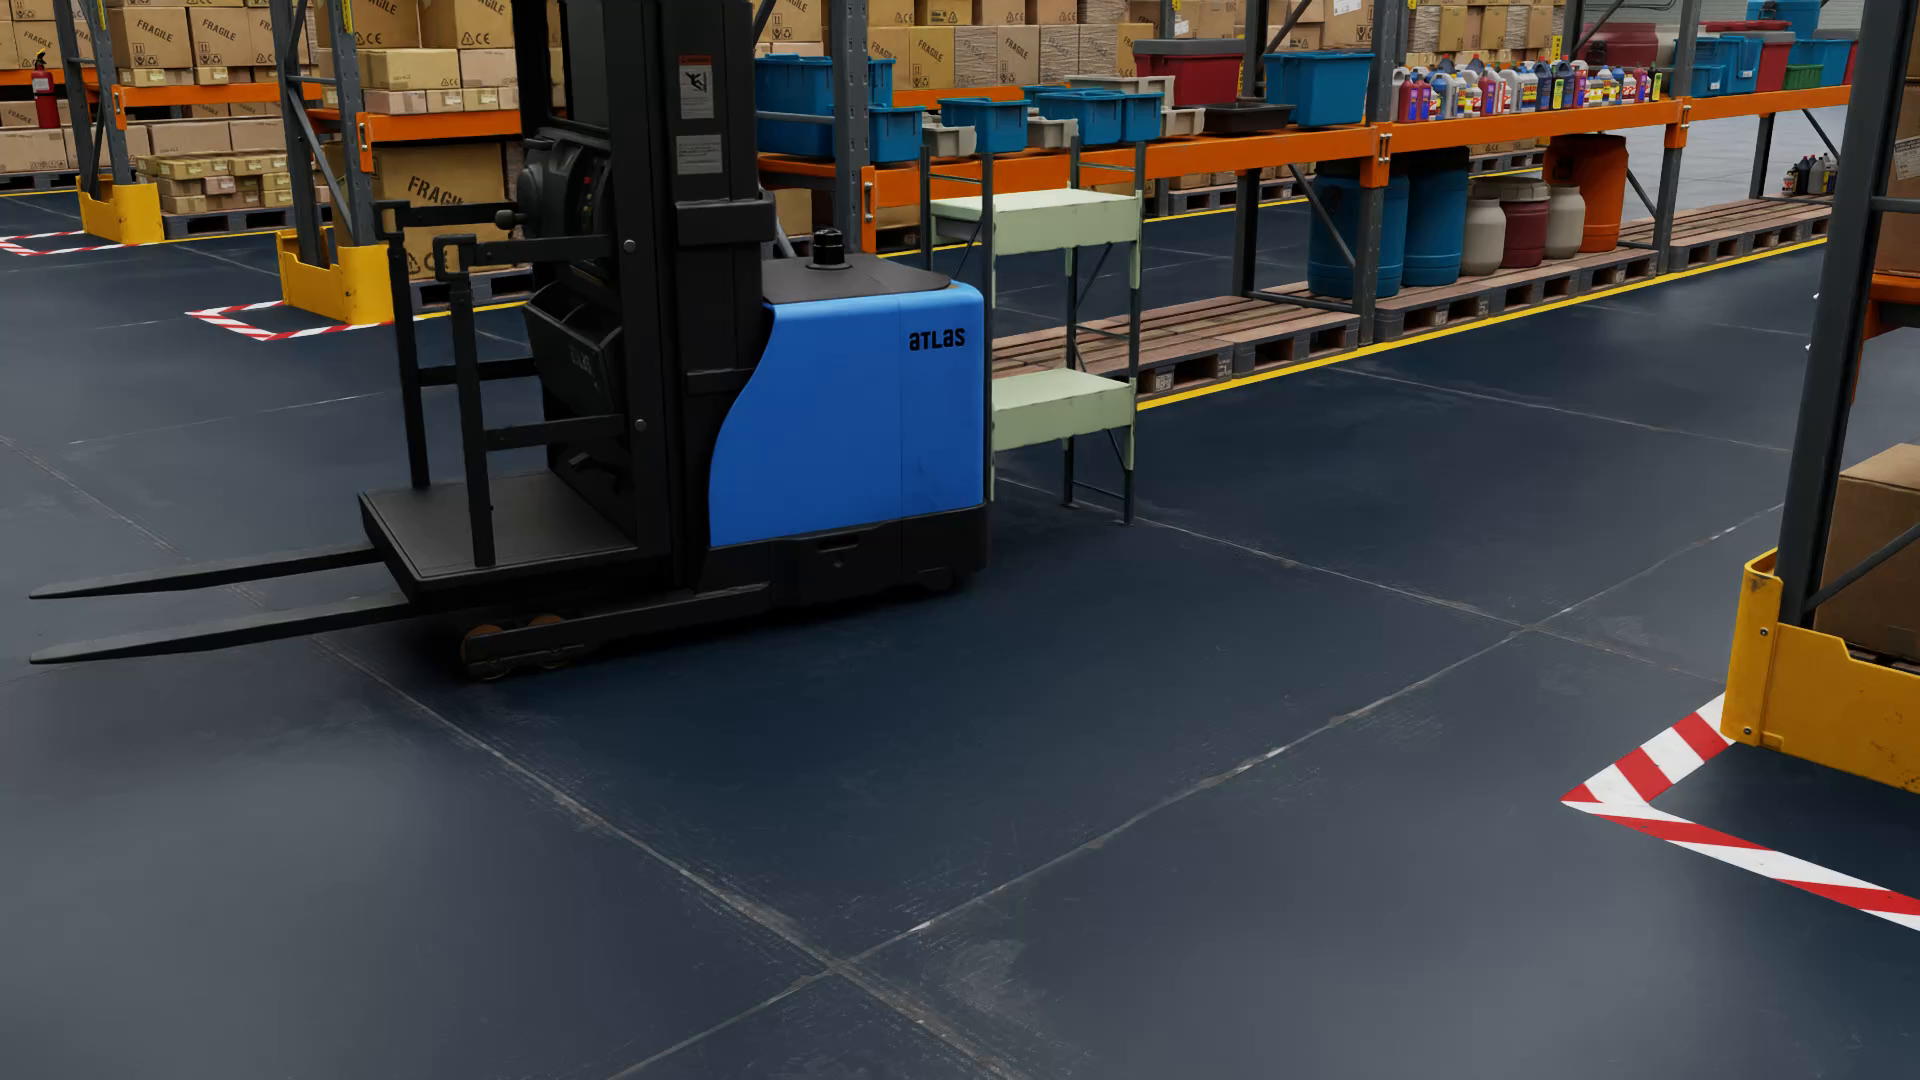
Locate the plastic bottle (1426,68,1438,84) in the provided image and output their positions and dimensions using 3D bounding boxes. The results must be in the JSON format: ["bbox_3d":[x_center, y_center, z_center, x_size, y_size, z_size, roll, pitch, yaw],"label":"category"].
[{"bbox_3d":[3.196,-3.052,11.243,0.097,0.271,0.097,0,18,0],"label":"plastic bottle"}]

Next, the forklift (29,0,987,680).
[{"bbox_3d":[-1.448,-1.147,5.270,3.031,2.935,1.130,-9,20,-27],"label":"forklift"}]

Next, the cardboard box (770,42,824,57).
[{"bbox_3d":[-1.409,-3.747,12.939,0.500,0.250,0.500,-17,24,-42],"label":"cardboard box"}]

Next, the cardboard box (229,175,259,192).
[{"bbox_3d":[-6.598,-3.270,15.167,0.250,0.149,0.380,-16,24,-40],"label":"cardboard box"}]

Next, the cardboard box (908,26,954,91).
[{"bbox_3d":[-0.398,-4.025,13.874,0.500,0.500,0.500,-16,24,-41],"label":"cardboard box"}]

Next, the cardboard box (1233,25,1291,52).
[{"bbox_3d":[3.014,-5.109,16.941,0.500,0.250,0.500,17,25,42],"label":"cardboard box"}]

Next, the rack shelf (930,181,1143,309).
[{"bbox_3d":[0.273,-1.116,6.231,0.720,0.370,0.431,-13,22,-36],"label":"rack shelf"}]

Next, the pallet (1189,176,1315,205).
[{"bbox_3d":[3.093,-3.773,17.779,1.213,0.211,1.003,-16,24,-41],"label":"pallet"}]

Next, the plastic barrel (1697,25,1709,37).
[{"bbox_3d":[5.947,-3.975,13.701,0.421,0.512,0.421,0,18,0],"label":"plastic barrel"}]

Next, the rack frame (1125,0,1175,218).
[{"bbox_3d":[1.638,-4.677,16.046,0.127,3.000,1.000,-16,24,-41],"label":"rack frame"}]

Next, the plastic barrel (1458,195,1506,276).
[{"bbox_3d":[3.527,-2.097,11.441,0.421,0.512,0.421,0,18,0],"label":"plastic barrel"}]

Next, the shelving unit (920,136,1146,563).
[{"bbox_3d":[0.273,-0.745,6.351,0.755,1.500,0.431,-13,22,-36],"label":"shelving unit"}]

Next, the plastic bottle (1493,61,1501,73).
[{"bbox_3d":[3.872,-3.327,12.072,0.133,0.283,0.061,-16,24,-41],"label":"plastic bottle"}]

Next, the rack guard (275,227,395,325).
[{"bbox_3d":[-4.193,-1.788,11.188,0.348,0.500,1.175,-16,24,-41],"label":"rack guard"}]

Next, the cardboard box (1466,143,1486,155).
[{"bbox_3d":[6.107,-4.991,20.388,0.500,0.500,0.500,-14,22,-36],"label":"cardboard box"}]

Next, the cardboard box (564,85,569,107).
[{"bbox_3d":[-2.758,-3.137,11.702,0.250,0.149,0.380,-17,24,-41],"label":"cardboard box"}]

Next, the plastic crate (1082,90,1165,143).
[{"bbox_3d":[0.808,-2.142,8.401,0.300,0.233,0.416,-16,24,-41],"label":"plastic crate"}]

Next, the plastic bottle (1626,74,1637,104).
[{"bbox_3d":[4.776,-3.222,11.881,0.097,0.201,0.097,0,18,0],"label":"plastic bottle"}]

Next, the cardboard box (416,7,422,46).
[{"bbox_3d":[-5.138,-4.876,16.015,0.500,0.500,0.500,-17,25,-42],"label":"cardboard box"}]

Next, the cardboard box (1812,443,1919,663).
[{"bbox_3d":[2.854,0.048,4.811,0.500,0.500,0.500,-16,24,-41],"label":"cardboard box"}]

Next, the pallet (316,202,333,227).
[{"bbox_3d":[-5.953,-3.226,16.092,1.213,0.211,1.003,-16,24,-41],"label":"pallet"}]

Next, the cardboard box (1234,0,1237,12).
[{"bbox_3d":[3.484,-7.883,23.940,0.550,0.550,0.875,-16,24,-41],"label":"cardboard box"}]

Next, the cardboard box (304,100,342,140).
[{"bbox_3d":[-7.682,-5.389,21.005,0.875,0.875,0.875,-15,23,-39],"label":"cardboard box"}]

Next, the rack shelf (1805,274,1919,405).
[{"bbox_3d":[4.081,-0.843,5.386,4.000,0.370,1.077,-16,24,-41],"label":"rack shelf"}]

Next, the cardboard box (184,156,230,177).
[{"bbox_3d":[-6.778,-3.362,14.966,0.250,0.149,0.380,-16,24,-40],"label":"cardboard box"}]

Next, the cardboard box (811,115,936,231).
[{"bbox_3d":[-0.817,-3.159,14.127,0.875,0.875,1.225,-16,24,-41],"label":"cardboard box"}]

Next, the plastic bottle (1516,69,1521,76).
[{"bbox_3d":[3.719,-3.008,11.108,0.097,0.271,0.097,0,18,0],"label":"plastic bottle"}]

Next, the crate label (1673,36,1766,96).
[{"bbox_3d":[5.948,-3.734,13.080,0.616,0.435,0.502,-16,24,-41],"label":"crate label"}]

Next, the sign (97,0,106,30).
[{"bbox_3d":[-7.137,-4.405,13.804,0.005,0.325,0.100,-16,24,-41],"label":"sign"}]

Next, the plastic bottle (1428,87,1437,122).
[{"bbox_3d":[2.862,-2.664,10.159,0.097,0.201,0.097,0,18,0],"label":"plastic bottle"}]

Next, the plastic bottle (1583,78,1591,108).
[{"bbox_3d":[4.281,-3.078,11.435,0.097,0.201,0.097,0,18,0],"label":"plastic bottle"}]

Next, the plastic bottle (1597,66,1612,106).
[{"bbox_3d":[4.493,-3.173,11.615,0.097,0.271,0.097,0,18,0],"label":"plastic bottle"}]

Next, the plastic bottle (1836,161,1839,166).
[{"bbox_3d":[8.680,-3.624,16.491,0.133,0.283,0.061,-16,24,-41],"label":"plastic bottle"}]

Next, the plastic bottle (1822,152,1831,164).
[{"bbox_3d":[8.591,-3.674,16.534,0.185,0.351,0.144,-16,24,-41],"label":"plastic bottle"}]

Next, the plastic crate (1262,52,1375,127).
[{"bbox_3d":[2.029,-2.565,9.461,0.575,0.384,0.392,-16,24,-41],"label":"plastic crate"}]

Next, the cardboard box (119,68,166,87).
[{"bbox_3d":[-7.049,-3.990,14.336,0.250,0.149,0.380,-17,24,-41],"label":"cardboard box"}]

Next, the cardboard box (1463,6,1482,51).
[{"bbox_3d":[5.595,-6.022,19.549,0.500,0.500,0.875,-16,24,-41],"label":"cardboard box"}]

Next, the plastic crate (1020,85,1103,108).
[{"bbox_3d":[0.544,-2.313,8.930,0.300,0.233,0.416,-16,24,-41],"label":"plastic crate"}]

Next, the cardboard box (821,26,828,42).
[{"bbox_3d":[-1.116,-4.037,13.911,0.500,0.500,0.500,-16,24,-41],"label":"cardboard box"}]

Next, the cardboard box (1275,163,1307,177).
[{"bbox_3d":[3.318,-4.204,17.927,0.700,0.500,0.500,15,23,39],"label":"cardboard box"}]

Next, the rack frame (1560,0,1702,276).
[{"bbox_3d":[5.041,-3.567,12.623,0.127,3.000,1.000,-16,24,-41],"label":"rack frame"}]

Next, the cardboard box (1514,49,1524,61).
[{"bbox_3d":[6.655,-5.935,20.335,0.250,0.149,0.380,-16,24,-41],"label":"cardboard box"}]

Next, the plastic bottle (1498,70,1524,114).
[{"bbox_3d":[3.574,-2.918,10.824,0.135,0.276,0.152,-16,24,-41],"label":"plastic bottle"}]

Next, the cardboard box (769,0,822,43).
[{"bbox_3d":[-1.419,-4.099,12.808,0.500,0.500,0.500,-15,23,-39],"label":"cardboard box"}]

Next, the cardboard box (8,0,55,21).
[{"bbox_3d":[-10.069,-5.875,17.957,0.500,0.500,0.500,-17,25,-42],"label":"cardboard box"}]

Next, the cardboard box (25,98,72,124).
[{"bbox_3d":[-12.485,-5.826,22.961,0.700,0.500,0.500,17,24,42],"label":"cardboard box"}]

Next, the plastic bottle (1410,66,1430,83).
[{"bbox_3d":[3.097,-3.078,11.317,0.135,0.276,0.152,-16,24,-41],"label":"plastic bottle"}]

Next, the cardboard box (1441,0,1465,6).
[{"bbox_3d":[5.408,-6.334,18.891,0.500,0.500,0.500,-16,24,-41],"label":"cardboard box"}]

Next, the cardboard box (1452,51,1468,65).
[{"bbox_3d":[5.645,-5.591,19.274,0.250,0.149,0.380,-16,24,-41],"label":"cardboard box"}]

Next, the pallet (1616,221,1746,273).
[{"bbox_3d":[5.630,-2.396,13.532,1.213,0.211,1.003,-16,24,-41],"label":"pallet"}]

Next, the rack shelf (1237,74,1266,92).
[{"bbox_3d":[3.091,-4.759,17.464,4.000,0.370,1.077,-16,24,-41],"label":"rack shelf"}]

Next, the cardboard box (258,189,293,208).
[{"bbox_3d":[-6.338,-3.155,15.294,0.250,0.149,0.380,-16,24,-40],"label":"cardboard box"}]

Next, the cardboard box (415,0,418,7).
[{"bbox_3d":[-5.131,-5.356,15.875,0.500,0.500,0.500,17,25,42],"label":"cardboard box"}]

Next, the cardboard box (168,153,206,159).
[{"bbox_3d":[-7.077,-3.451,15.241,0.250,0.149,0.380,-16,24,-40],"label":"cardboard box"}]

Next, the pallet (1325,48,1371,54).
[{"bbox_3d":[3.889,-5.304,18.291,1.213,0.211,1.003,-16,24,-41],"label":"pallet"}]

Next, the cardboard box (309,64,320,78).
[{"bbox_3d":[-5.950,-4.332,15.391,0.250,0.149,0.380,-15,23,-39],"label":"cardboard box"}]
